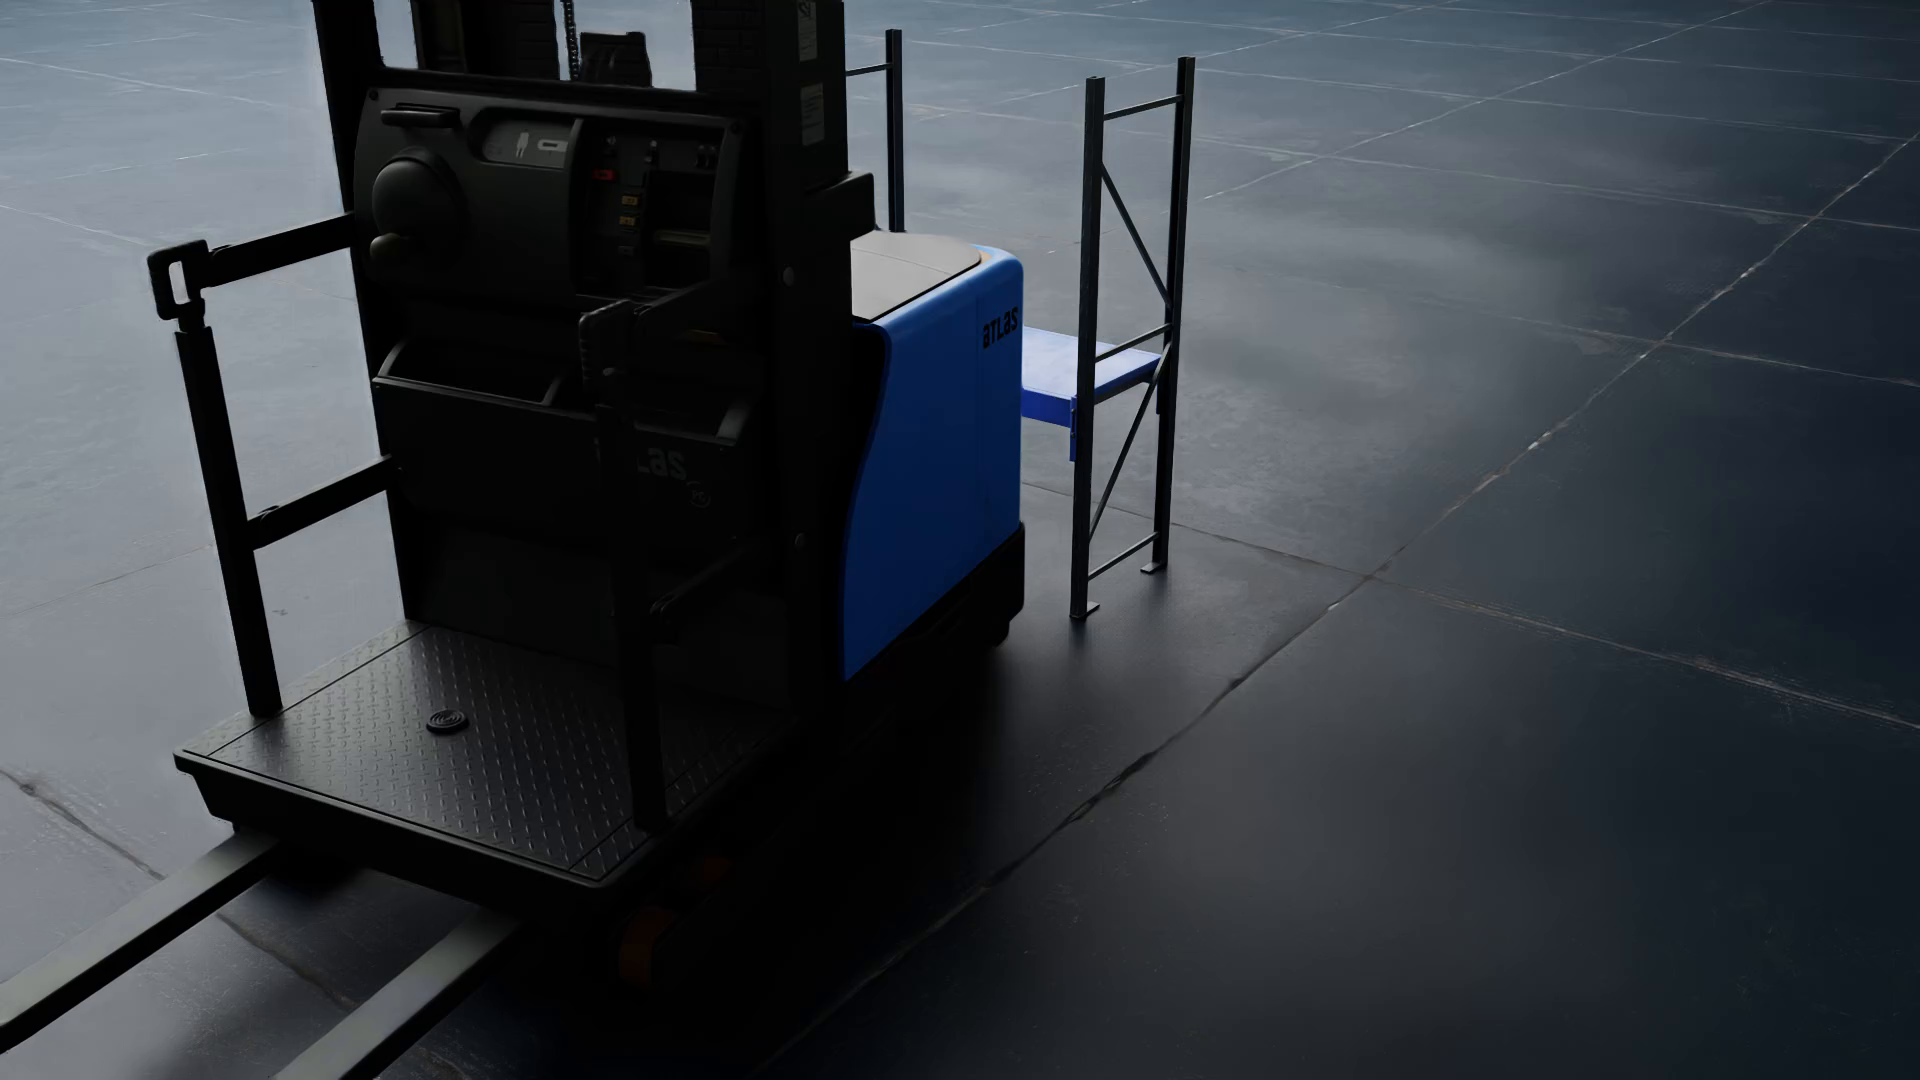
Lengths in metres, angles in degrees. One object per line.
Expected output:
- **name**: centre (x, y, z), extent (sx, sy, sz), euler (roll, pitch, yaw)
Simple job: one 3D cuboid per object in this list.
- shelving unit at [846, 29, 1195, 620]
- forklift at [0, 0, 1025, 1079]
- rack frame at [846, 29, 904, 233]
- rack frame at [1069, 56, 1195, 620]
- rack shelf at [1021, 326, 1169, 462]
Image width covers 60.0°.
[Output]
- **shelving unit**: centre (0.068, -0.666, 4.901), extent (1.048, 1.500, 0.538), euler (17, 29, 33)
- **forklift**: centre (-0.915, -0.659, 3.112), extent (1.130, 2.935, 3.031), euler (11, 26, 23)
- **rack frame**: centre (-0.339, -0.789, 5.180), extent (0.032, 1.500, 0.500), euler (17, 29, 33)
- **rack frame**: centre (0.475, -0.543, 4.622), extent (0.032, 1.500, 0.500), euler (17, 29, 33)
- **rack shelf**: centre (0.068, -0.501, 4.973), extent (1.000, 0.185, 0.538), euler (17, 29, 33)
